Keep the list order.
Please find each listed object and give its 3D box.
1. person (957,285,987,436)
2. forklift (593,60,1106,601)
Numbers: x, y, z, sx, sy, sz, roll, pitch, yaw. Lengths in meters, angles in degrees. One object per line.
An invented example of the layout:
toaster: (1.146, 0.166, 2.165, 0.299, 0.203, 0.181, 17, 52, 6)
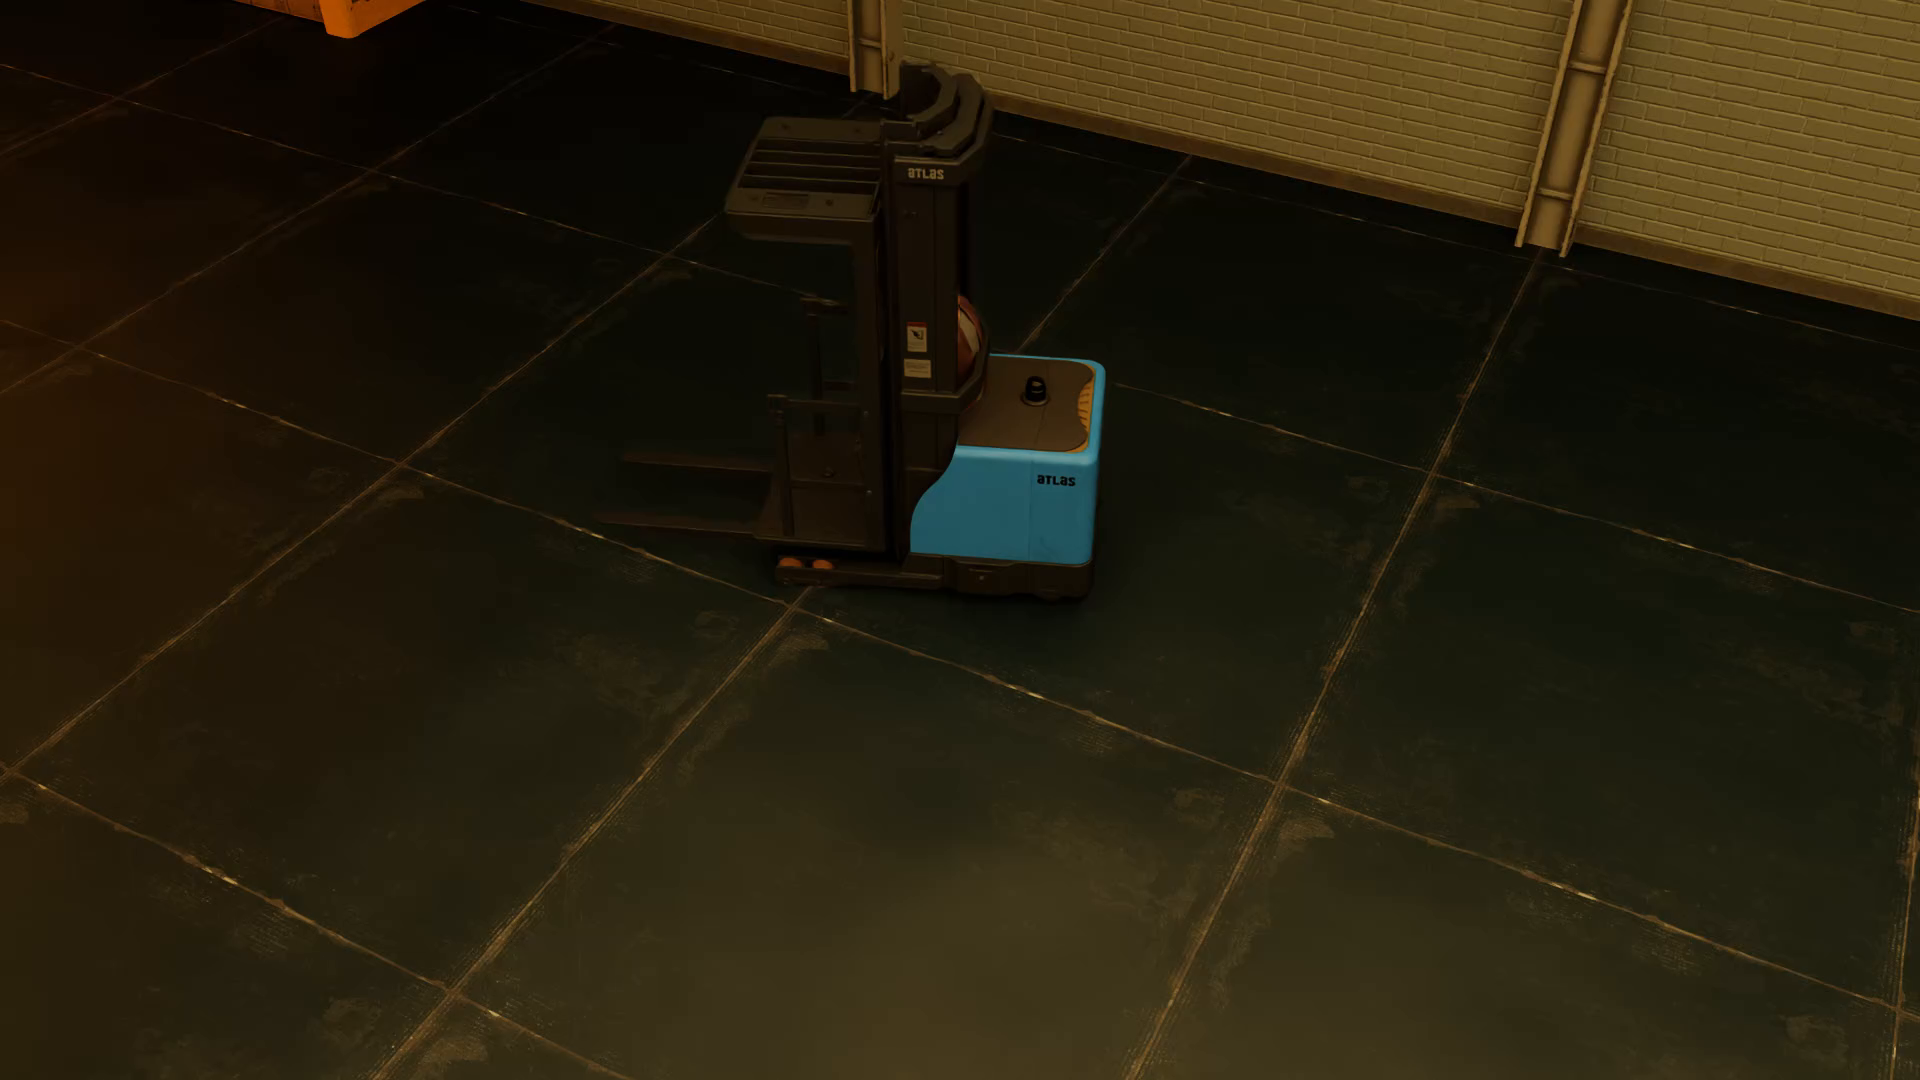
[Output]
person: (-0.029, -0.828, 9.575, 0.422, 1.683, 0.546, 18, 43, 21)
forklift: (-0.679, -1.172, 9.378, 3.031, 2.935, 1.130, 4, 40, 5)
